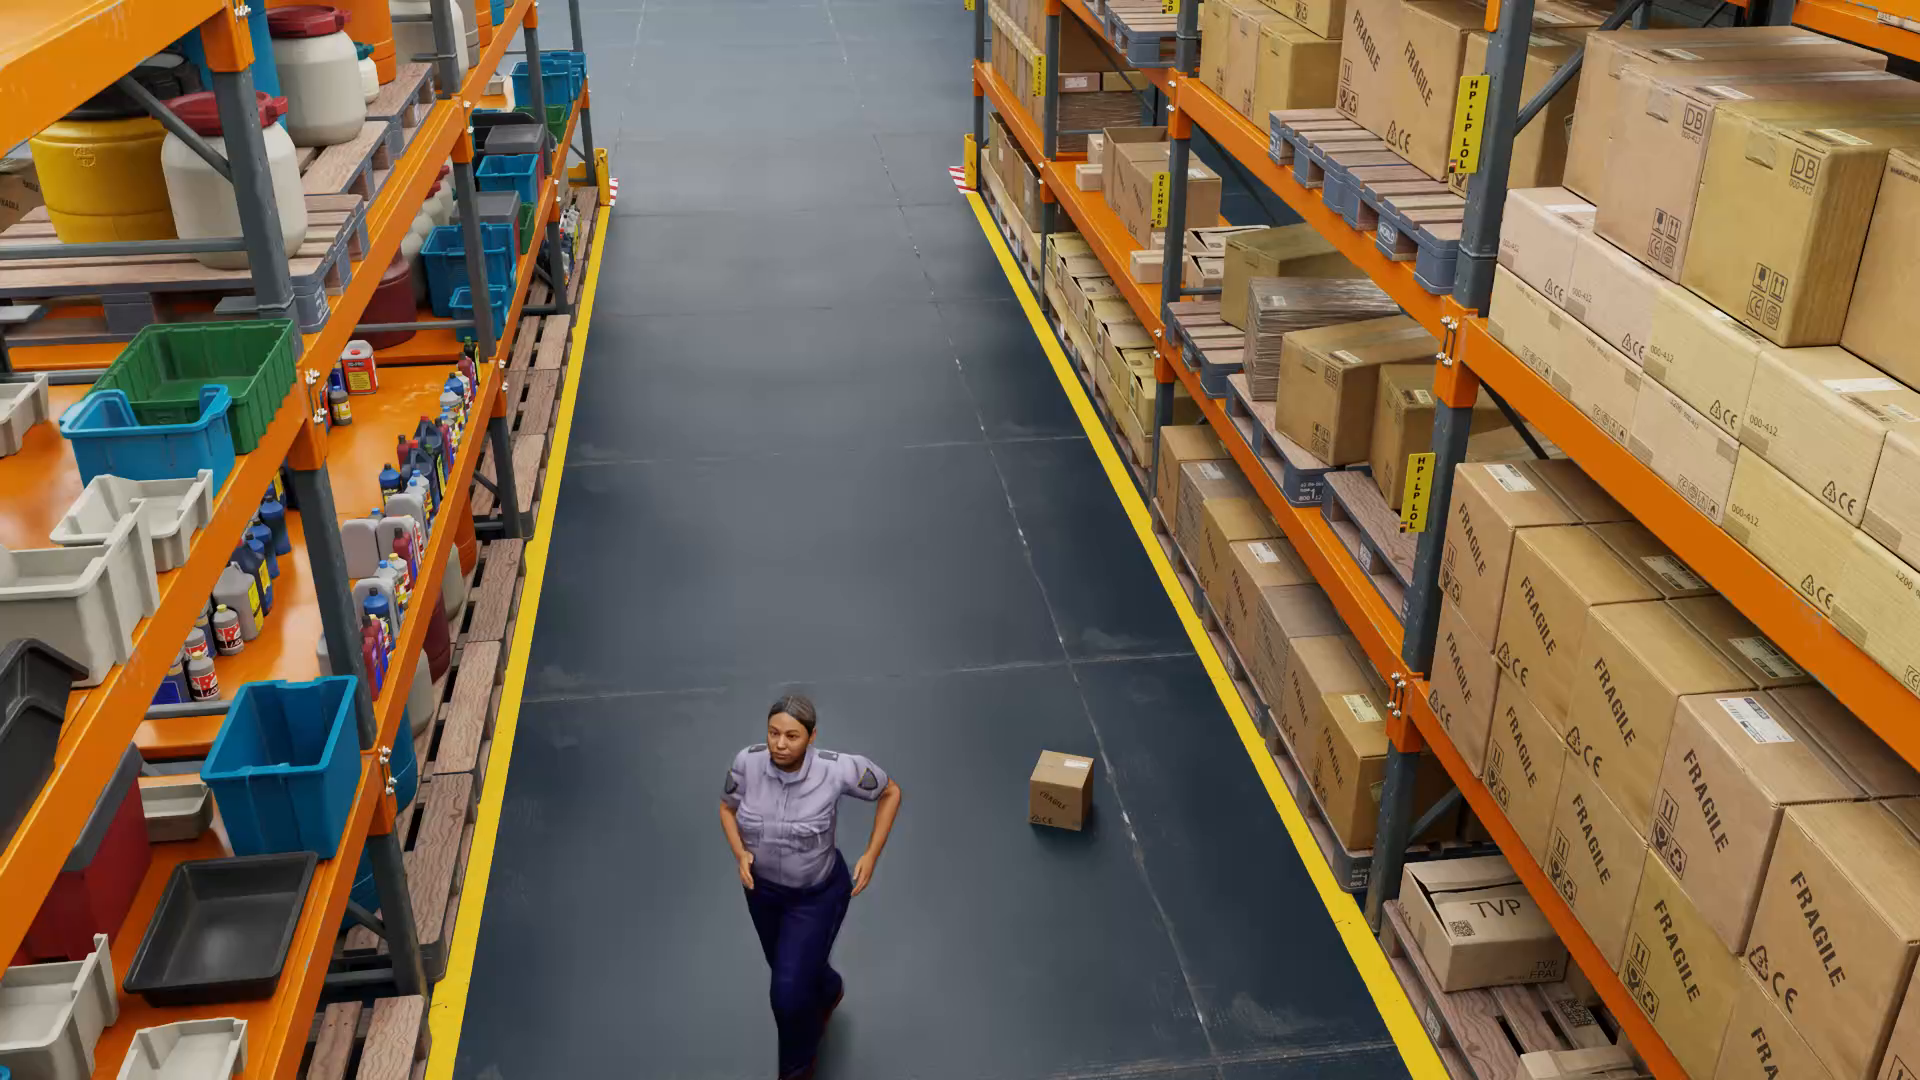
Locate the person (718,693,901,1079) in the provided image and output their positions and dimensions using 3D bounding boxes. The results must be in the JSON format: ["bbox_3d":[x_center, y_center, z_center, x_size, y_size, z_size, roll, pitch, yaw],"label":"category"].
[{"bbox_3d":[-0.587,1.308,6.125,0.618,1.708,0.614,12,30,21],"label":"person"}]
